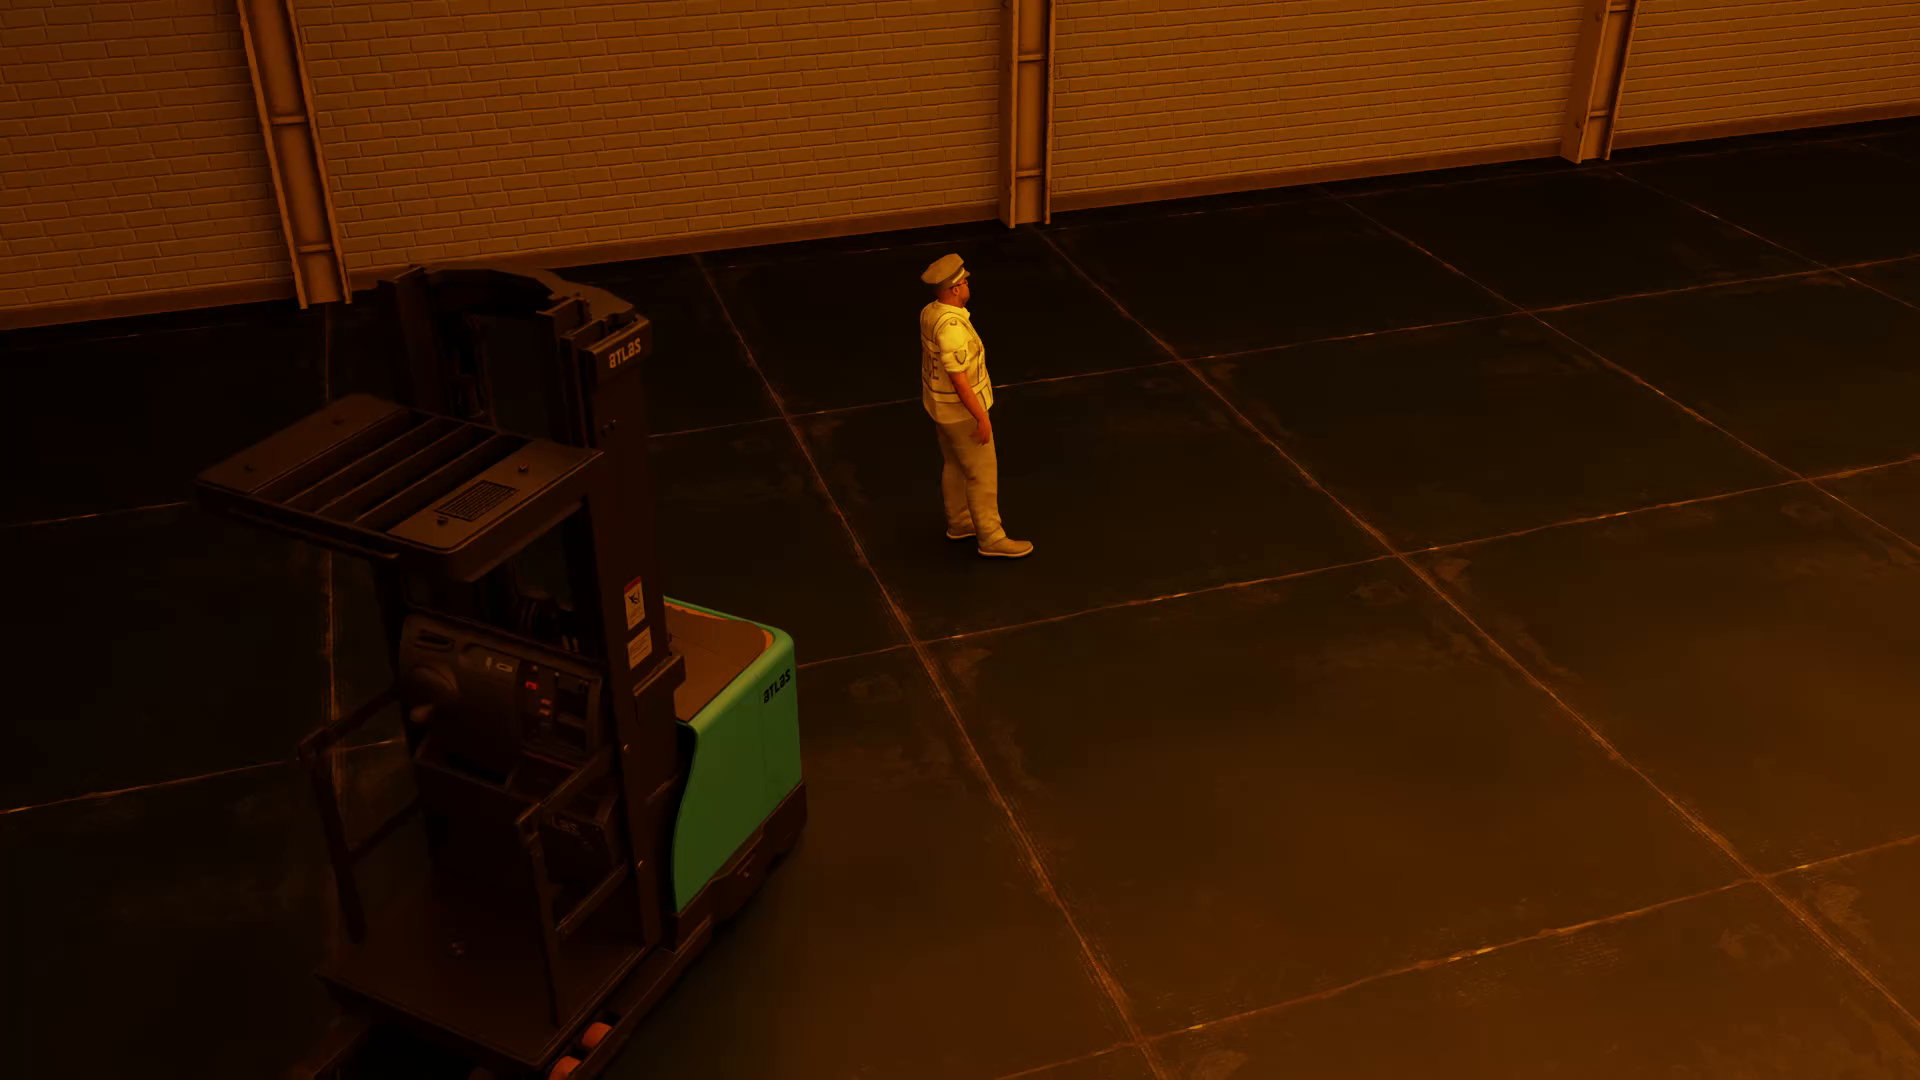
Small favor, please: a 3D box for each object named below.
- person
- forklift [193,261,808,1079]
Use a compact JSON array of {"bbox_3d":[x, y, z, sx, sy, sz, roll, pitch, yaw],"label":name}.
[{"bbox_3d":[0.078,-0.786,9.590,0.574,1.779,0.641,-10,31,-16],"label":"person"},{"bbox_3d":[-1.808,0.609,6.028,1.130,2.935,3.031,14,33,23],"label":"forklift"}]
